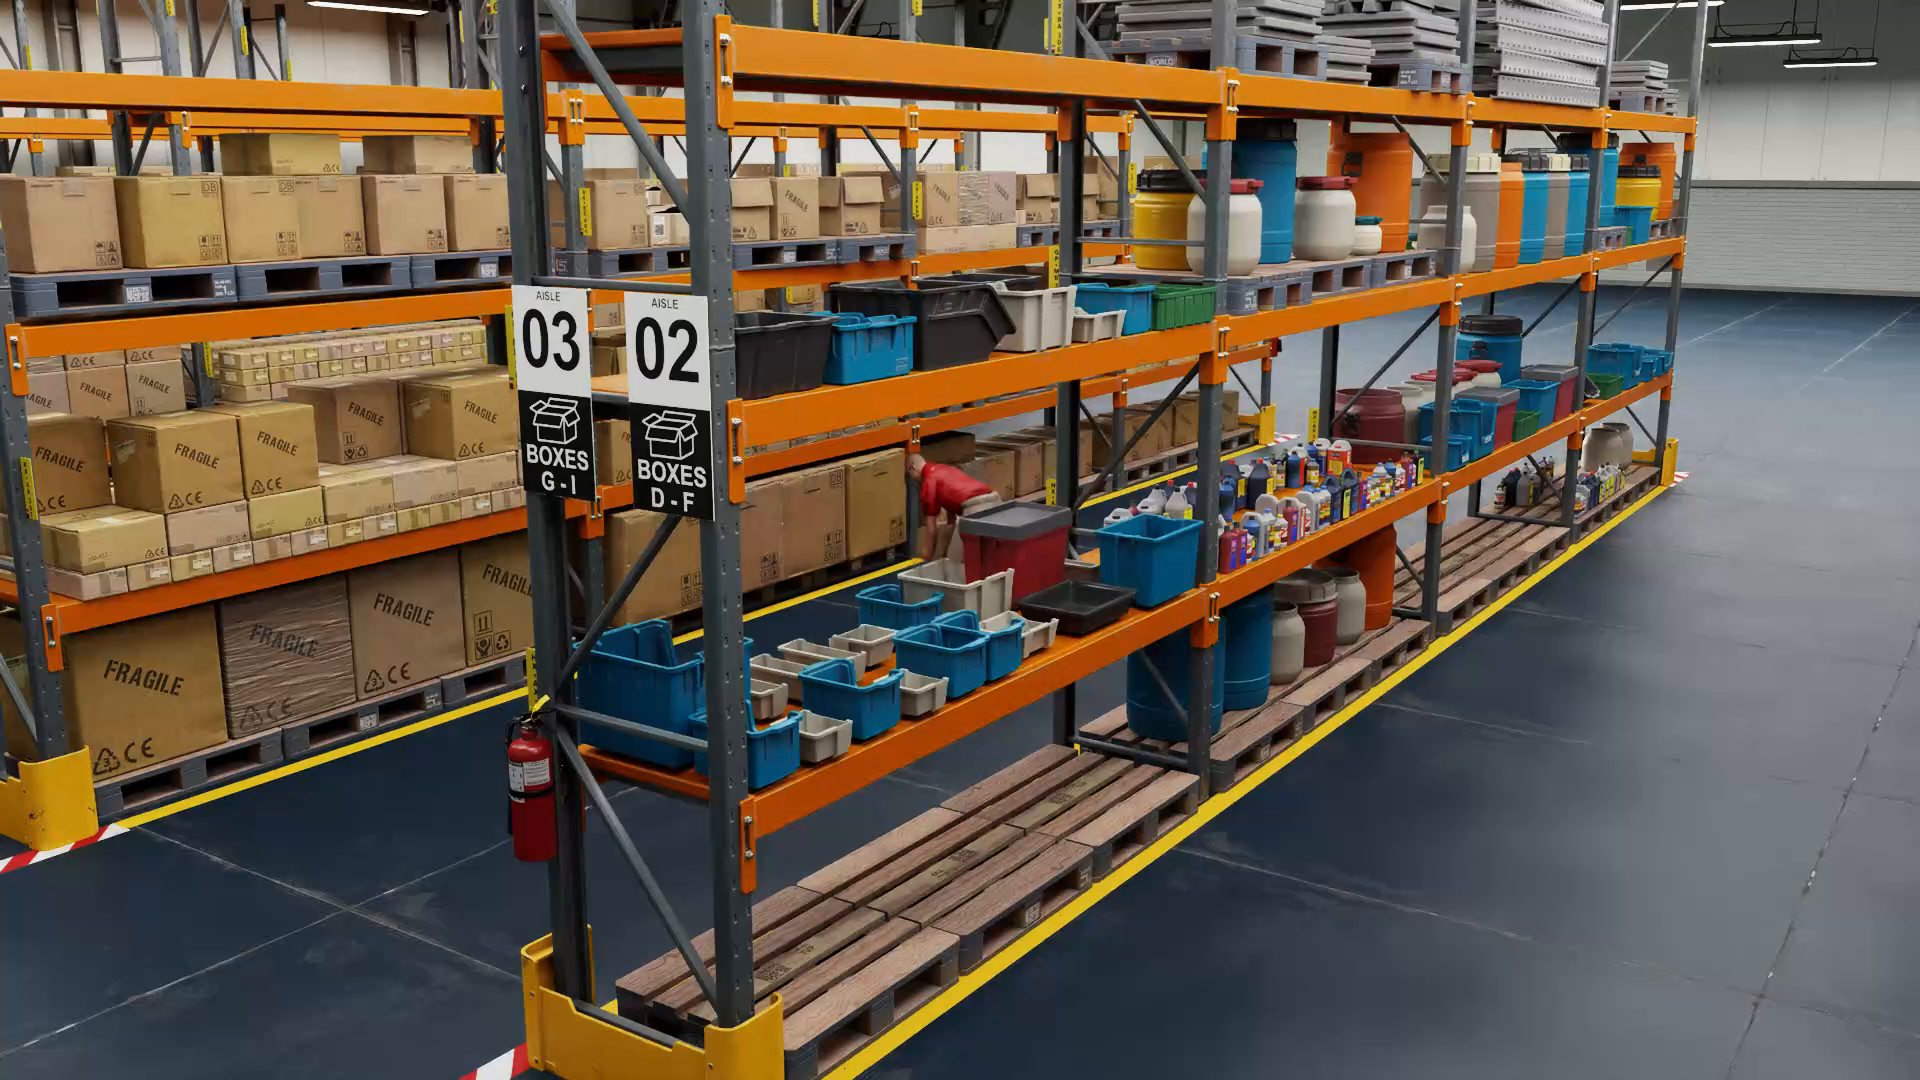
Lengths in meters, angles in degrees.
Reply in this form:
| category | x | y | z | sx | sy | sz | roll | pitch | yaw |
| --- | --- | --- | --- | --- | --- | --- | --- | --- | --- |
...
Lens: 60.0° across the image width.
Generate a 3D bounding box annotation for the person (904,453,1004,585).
| category | x | y | z | sx | sy | sz | roll | pitch | yaw |
| --- | --- | --- | --- | --- | --- | --- | --- | --- | --- |
| person | -0.079 | -0.037 | 13.636 | 0.868 | 1.308 | 0.482 | 8 | 15 | 32 |
